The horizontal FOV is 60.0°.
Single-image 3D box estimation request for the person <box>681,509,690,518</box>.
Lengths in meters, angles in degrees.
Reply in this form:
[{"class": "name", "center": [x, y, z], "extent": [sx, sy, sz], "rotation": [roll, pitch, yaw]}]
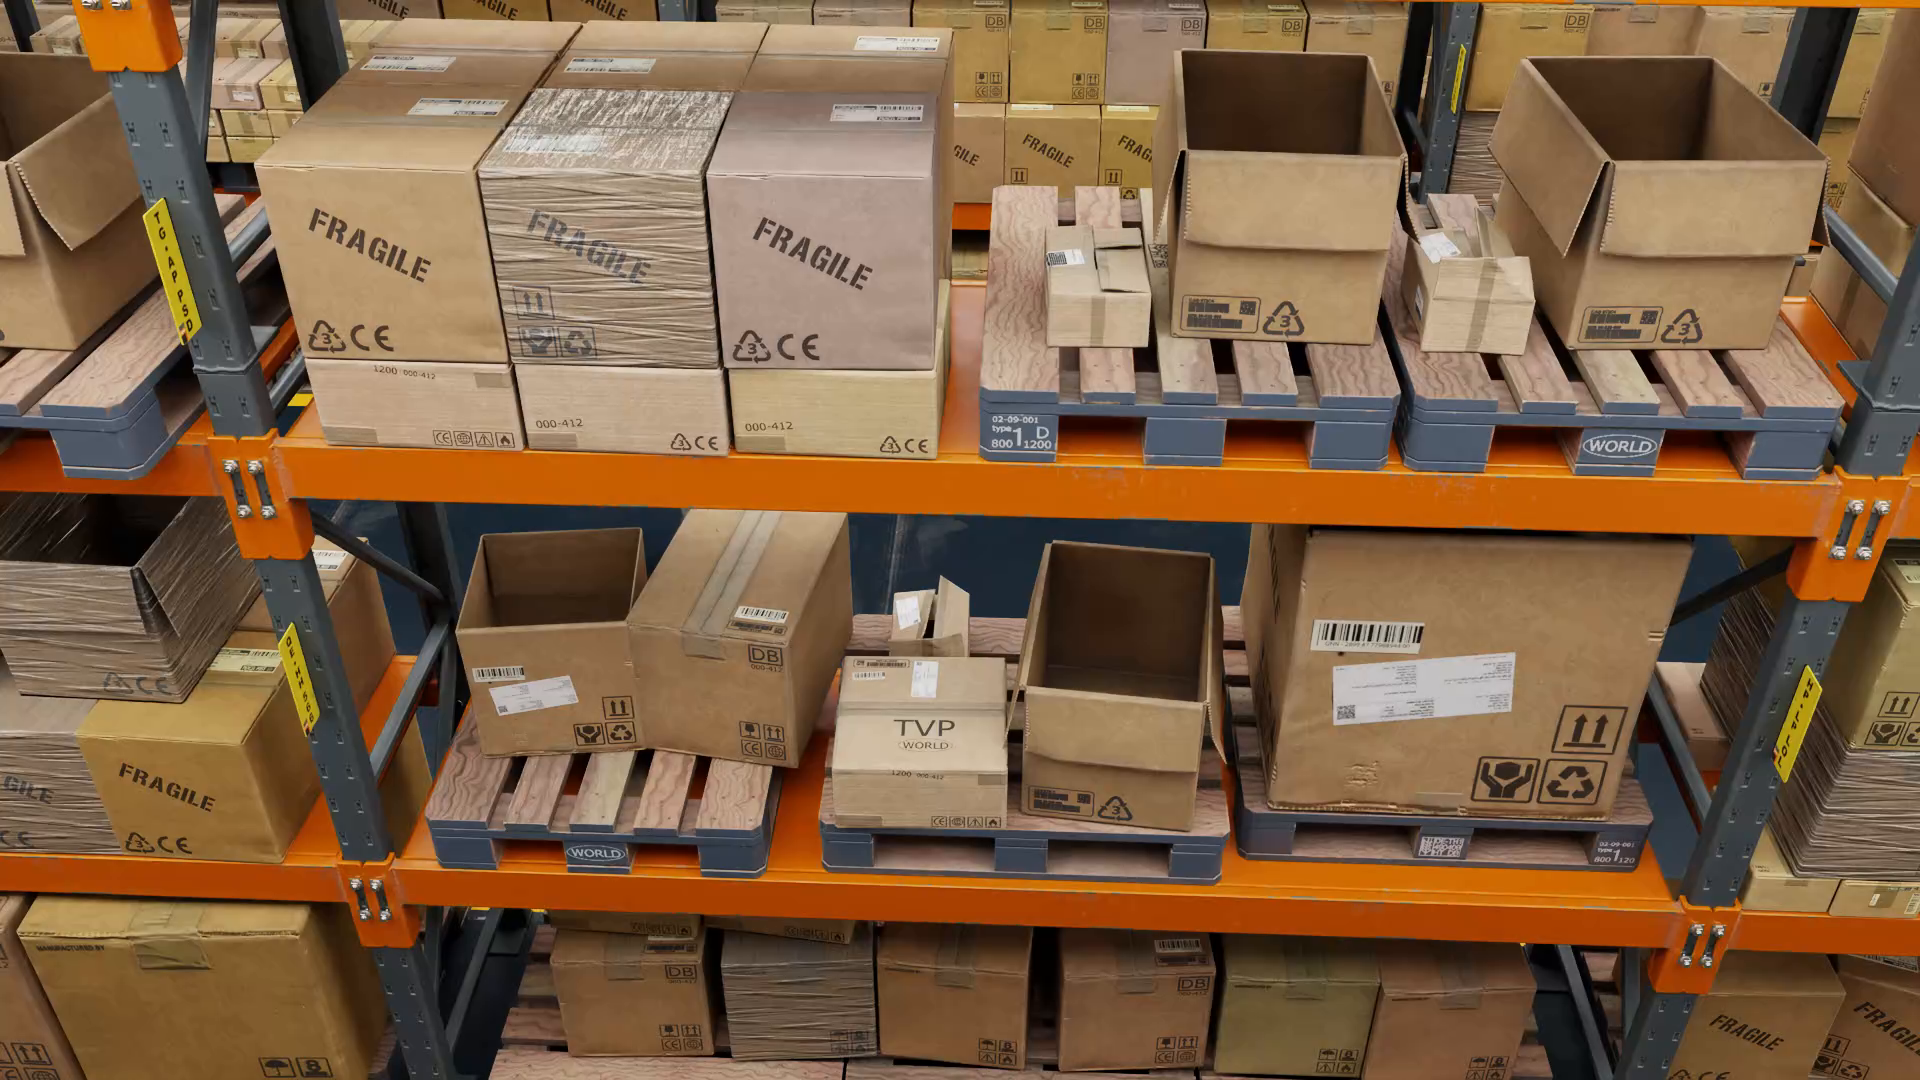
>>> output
[{"class": "person", "center": [-1.305, -0.504, 7.852], "extent": [0.560, 1.772, 0.528], "rotation": [2, 35, 3]}]
